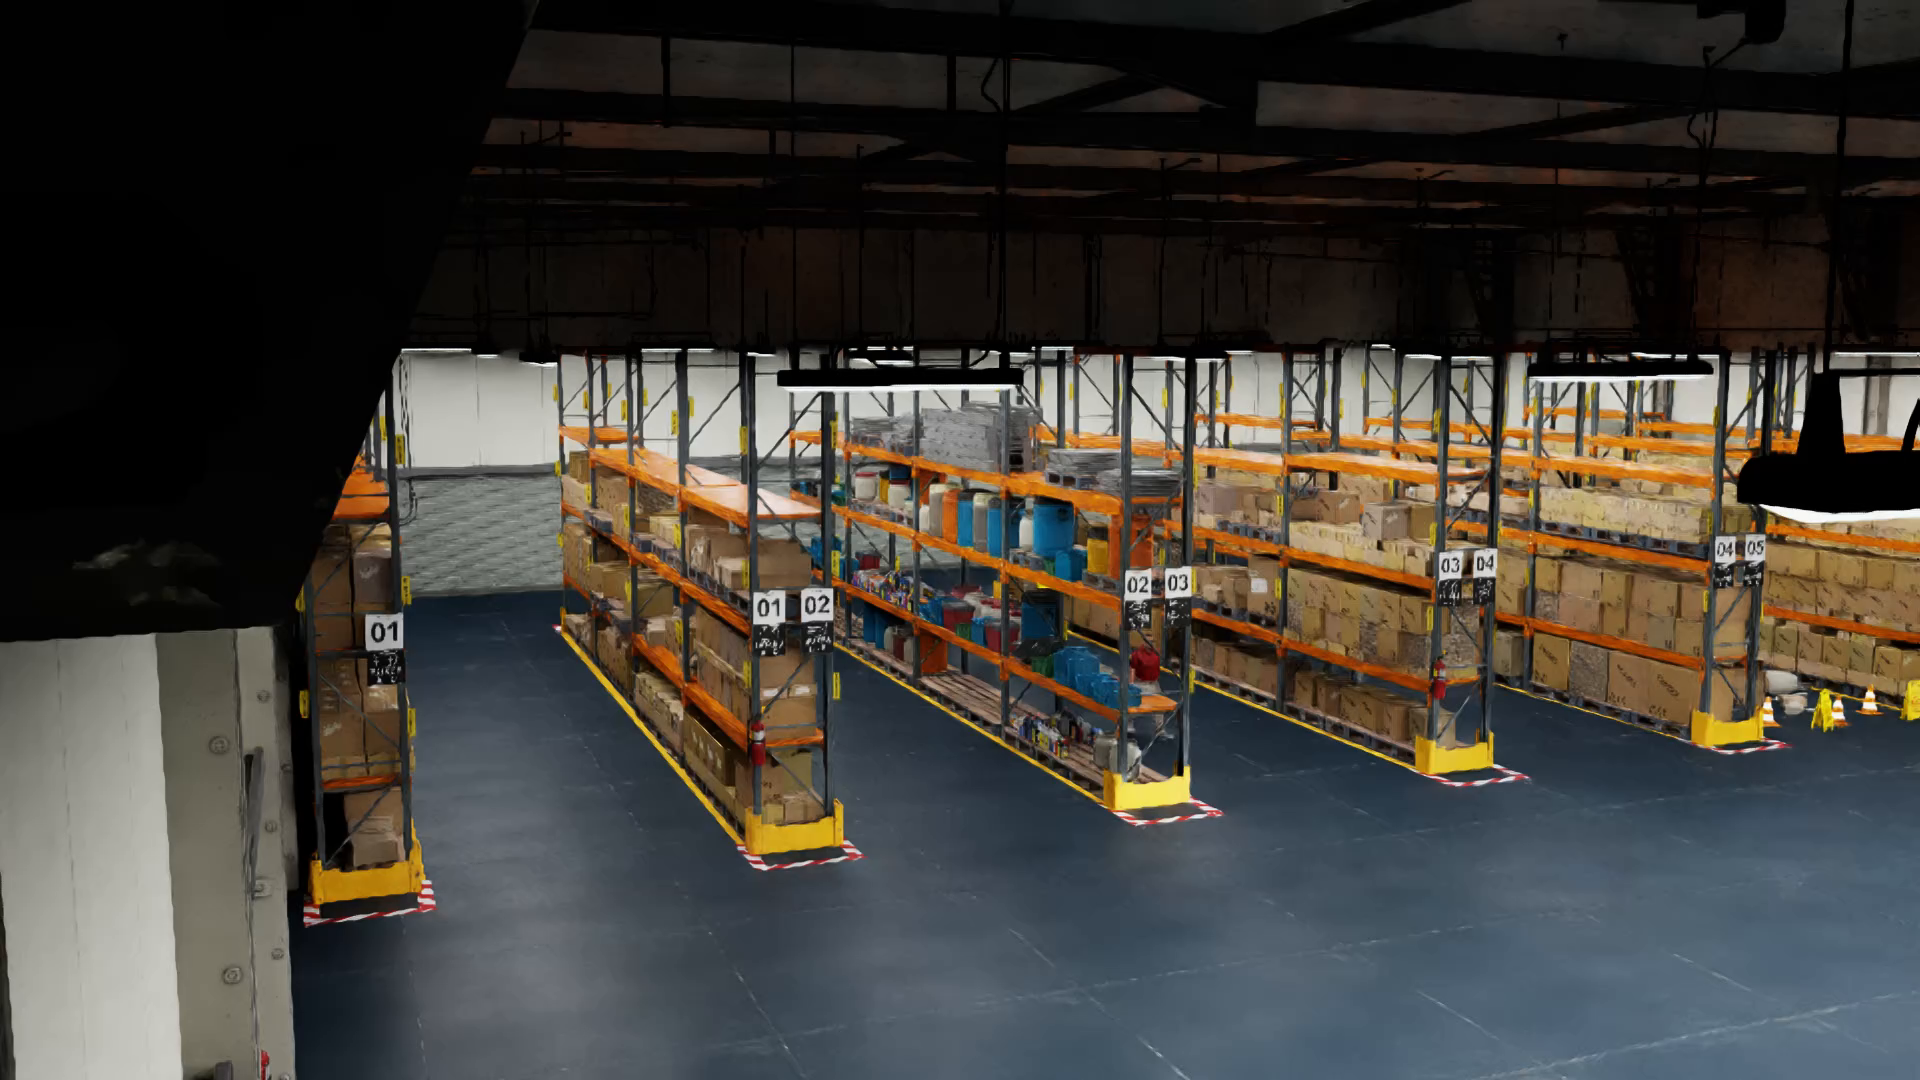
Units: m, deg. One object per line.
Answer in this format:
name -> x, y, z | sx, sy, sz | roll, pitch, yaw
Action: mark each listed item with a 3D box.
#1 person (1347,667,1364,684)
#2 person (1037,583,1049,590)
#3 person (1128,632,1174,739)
person -> 6.939, 1.858, 28.937 | 0.469, 1.602, 0.399 | 6, 9, 37
person -> 1.462, 1.579, 30.831 | 0.719, 1.714, 0.578 | -3, 8, -23
person -> 2.882, 2.234, 25.759 | 0.542, 1.645, 1.126 | -2, 8, -19
